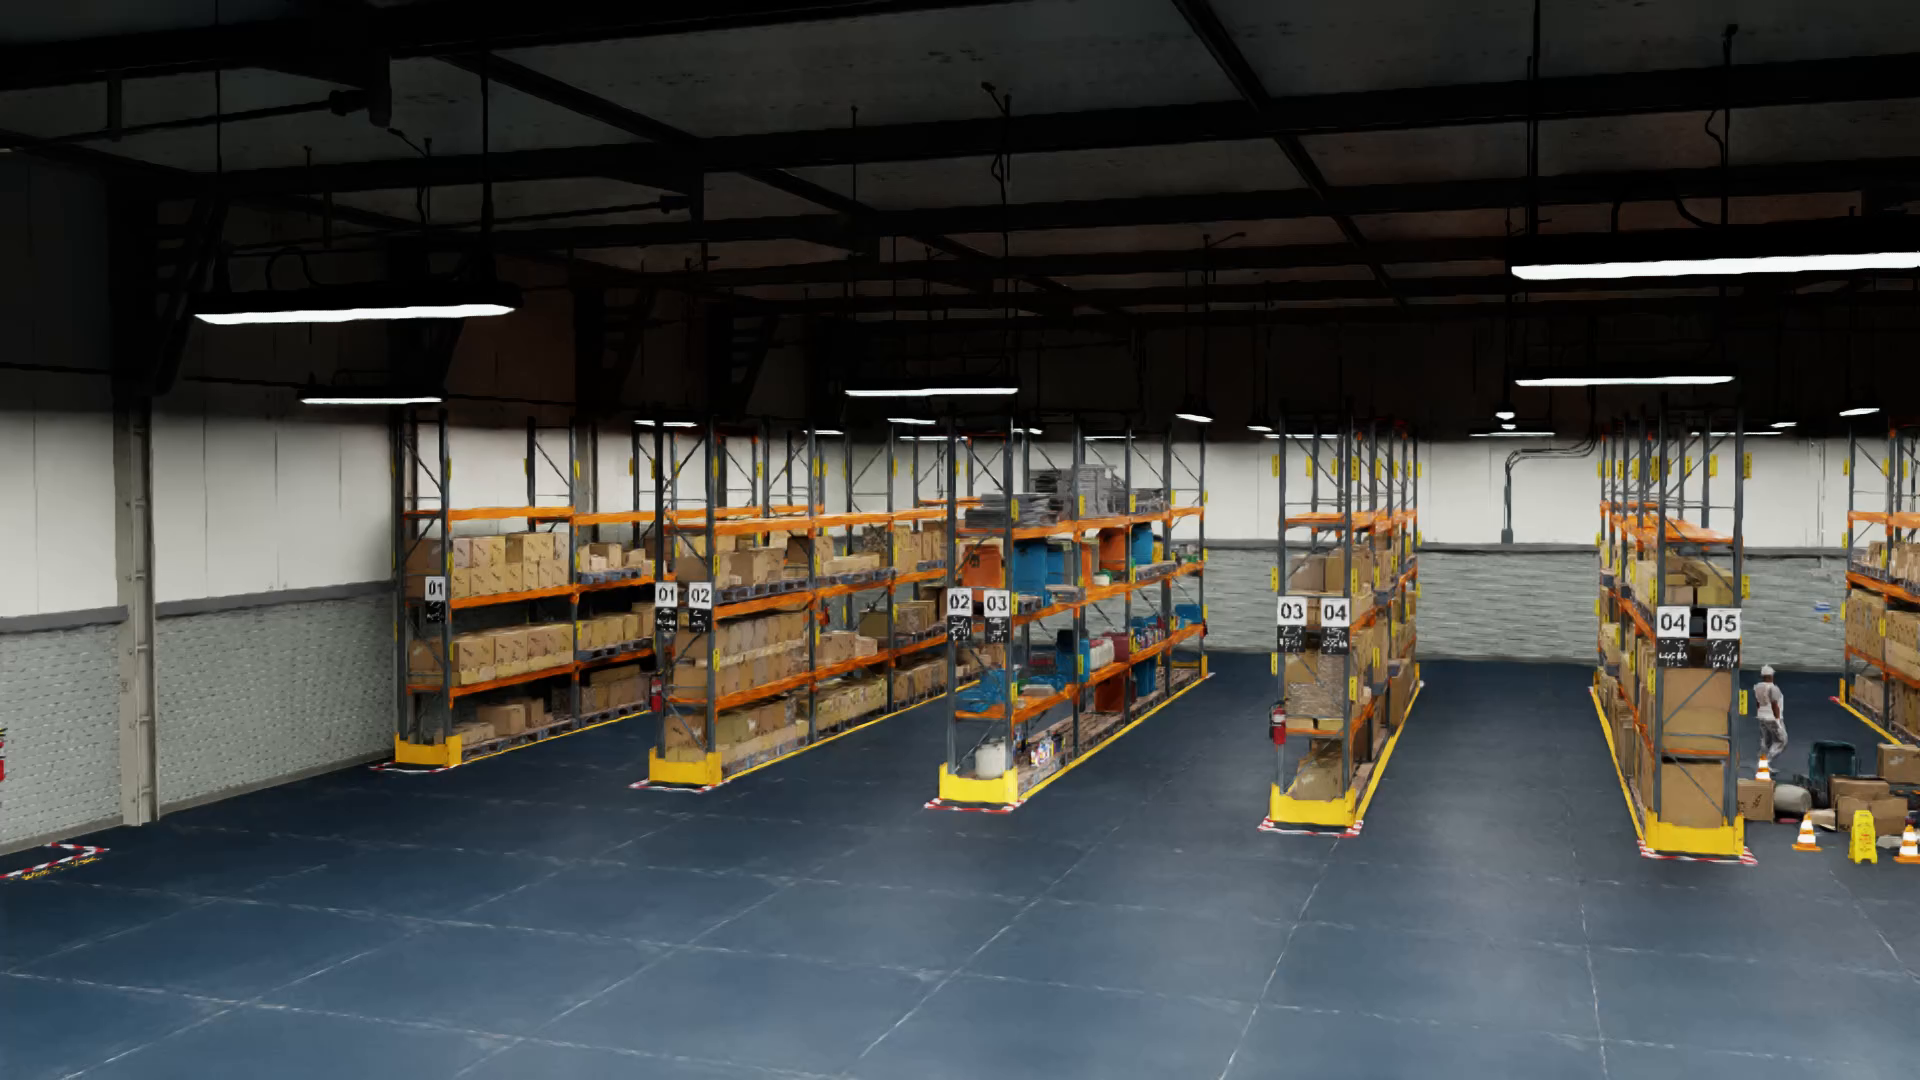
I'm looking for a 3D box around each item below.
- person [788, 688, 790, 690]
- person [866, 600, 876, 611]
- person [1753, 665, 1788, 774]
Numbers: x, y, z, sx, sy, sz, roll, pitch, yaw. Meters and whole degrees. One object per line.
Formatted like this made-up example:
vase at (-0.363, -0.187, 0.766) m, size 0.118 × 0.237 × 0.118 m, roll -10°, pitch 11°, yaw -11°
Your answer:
person at (-4.019, 2.572, 37.100) m, size 0.443 × 1.650 × 0.545 m, roll 0°, pitch 2°, yaw -4°
person at (-2.291, 2.360, 42.121) m, size 0.490 × 1.666 × 0.580 m, roll 1°, pitch 3°, yaw 25°
person at (13.226, 2.942, 27.202) m, size 0.444 × 1.781 × 0.600 m, roll 0°, pitch 2°, yaw -6°
